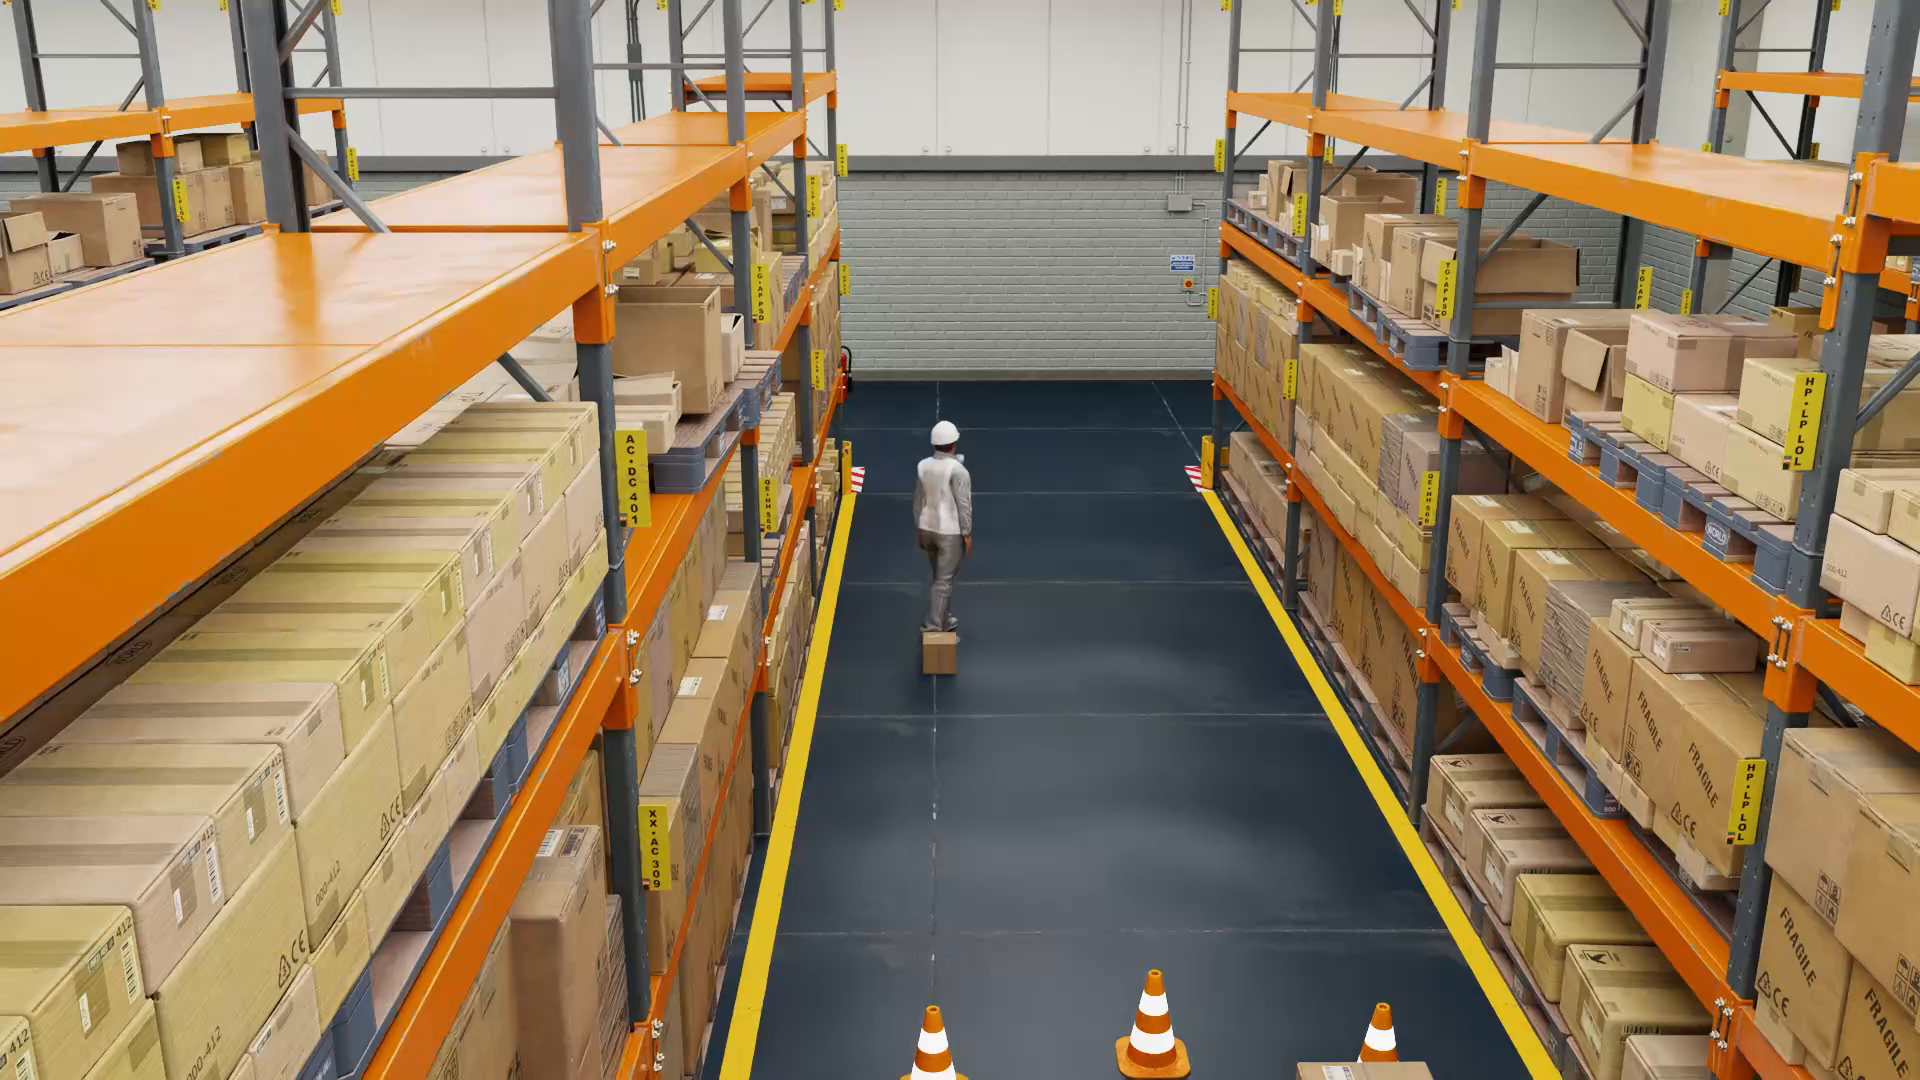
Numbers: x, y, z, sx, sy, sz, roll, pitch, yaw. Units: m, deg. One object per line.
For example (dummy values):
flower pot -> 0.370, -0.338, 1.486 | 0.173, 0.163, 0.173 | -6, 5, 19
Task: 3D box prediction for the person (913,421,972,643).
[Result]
person -> -0.144, -0.063, 13.211 | 0.566, 1.768, 0.560 | -16, 23, -41
